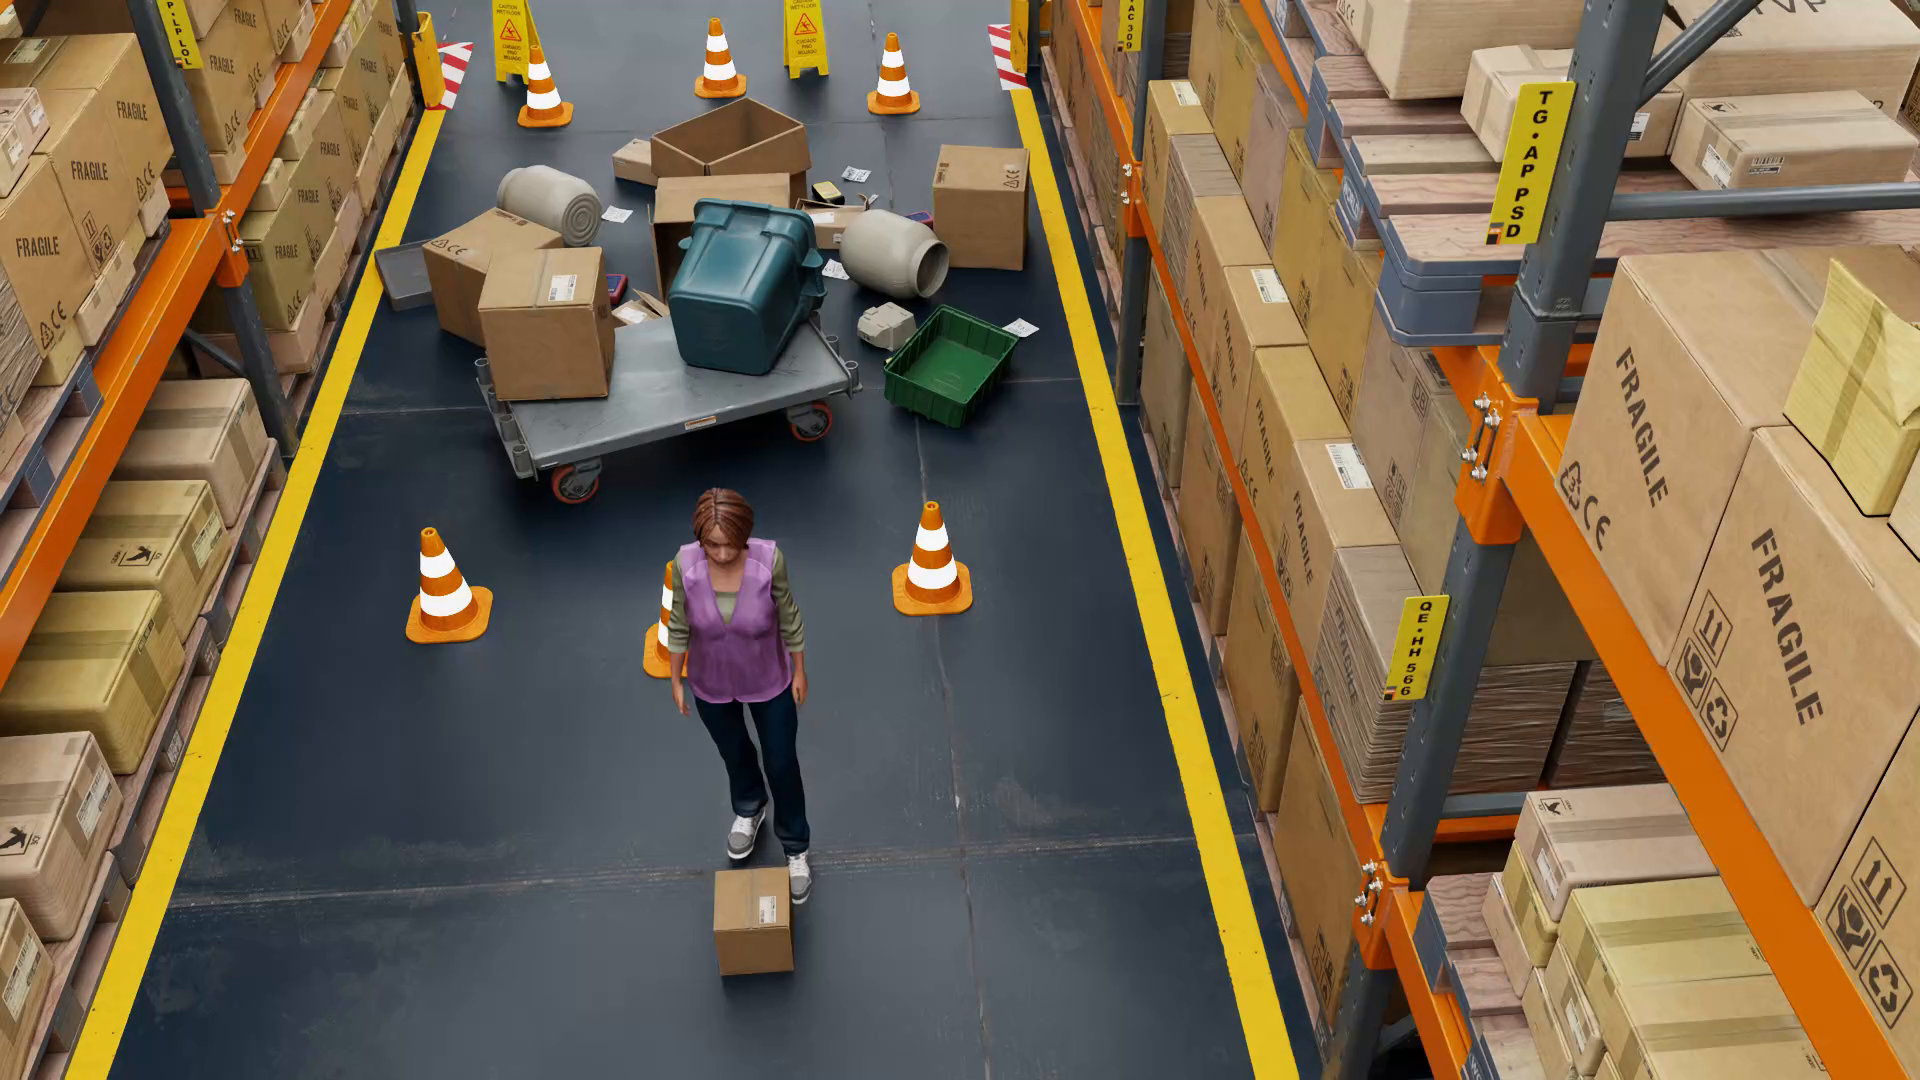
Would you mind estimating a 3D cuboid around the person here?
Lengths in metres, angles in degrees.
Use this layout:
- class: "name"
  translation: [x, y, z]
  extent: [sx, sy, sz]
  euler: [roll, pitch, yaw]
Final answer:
- class: "person"
  translation: [-0.740, 0.522, 5.531]
  extent: [0.449, 1.610, 0.476]
  euler: [0, 40, 0]
